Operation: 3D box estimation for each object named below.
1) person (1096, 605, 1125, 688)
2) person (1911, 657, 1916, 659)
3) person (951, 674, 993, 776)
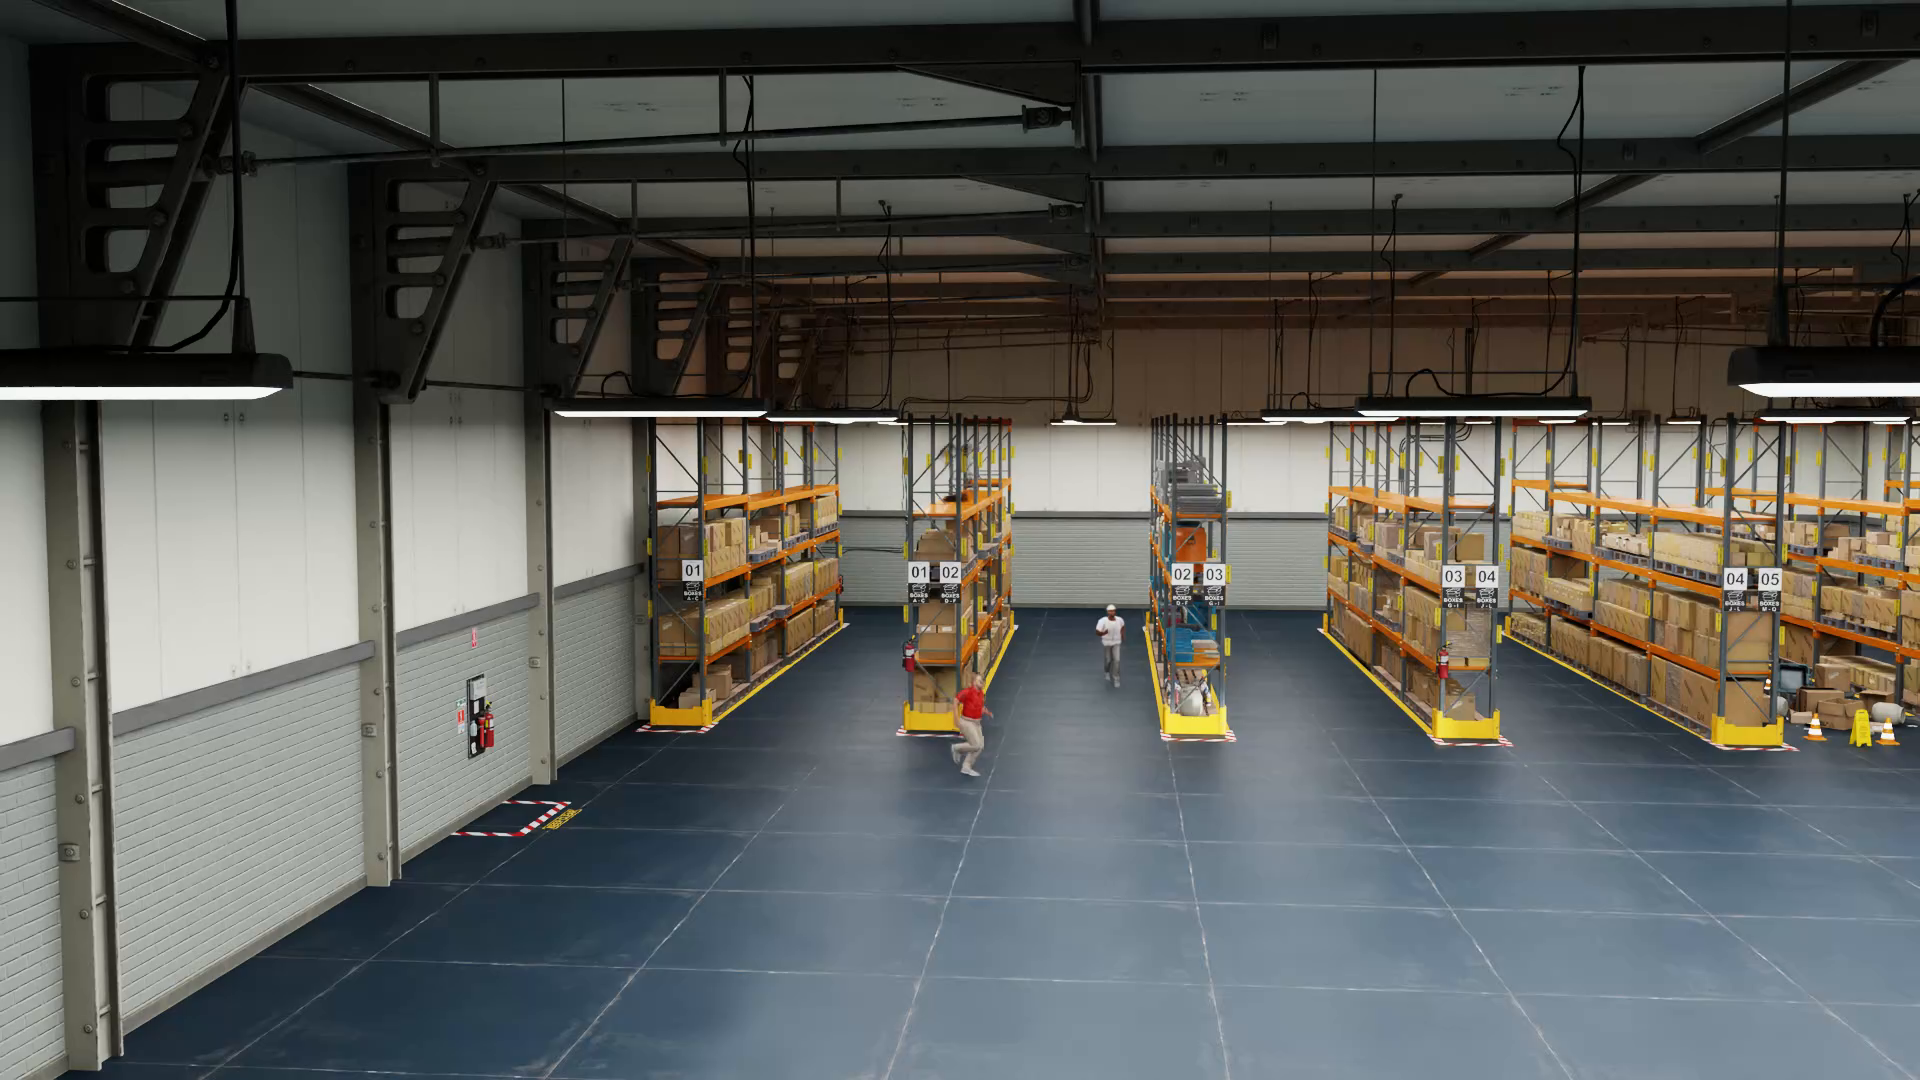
[{"bbox_3d":[3.363,2.329,36.949,0.690,1.788,0.912,0,4,-5],"label":"person"},{"bbox_3d":[21.397,2.359,36.811,0.727,1.829,1.002,0,4,3],"label":"person"},{"bbox_3d":[0.204,3.056,27.445,0.691,1.681,0.704,2,4,30],"label":"person"}]
